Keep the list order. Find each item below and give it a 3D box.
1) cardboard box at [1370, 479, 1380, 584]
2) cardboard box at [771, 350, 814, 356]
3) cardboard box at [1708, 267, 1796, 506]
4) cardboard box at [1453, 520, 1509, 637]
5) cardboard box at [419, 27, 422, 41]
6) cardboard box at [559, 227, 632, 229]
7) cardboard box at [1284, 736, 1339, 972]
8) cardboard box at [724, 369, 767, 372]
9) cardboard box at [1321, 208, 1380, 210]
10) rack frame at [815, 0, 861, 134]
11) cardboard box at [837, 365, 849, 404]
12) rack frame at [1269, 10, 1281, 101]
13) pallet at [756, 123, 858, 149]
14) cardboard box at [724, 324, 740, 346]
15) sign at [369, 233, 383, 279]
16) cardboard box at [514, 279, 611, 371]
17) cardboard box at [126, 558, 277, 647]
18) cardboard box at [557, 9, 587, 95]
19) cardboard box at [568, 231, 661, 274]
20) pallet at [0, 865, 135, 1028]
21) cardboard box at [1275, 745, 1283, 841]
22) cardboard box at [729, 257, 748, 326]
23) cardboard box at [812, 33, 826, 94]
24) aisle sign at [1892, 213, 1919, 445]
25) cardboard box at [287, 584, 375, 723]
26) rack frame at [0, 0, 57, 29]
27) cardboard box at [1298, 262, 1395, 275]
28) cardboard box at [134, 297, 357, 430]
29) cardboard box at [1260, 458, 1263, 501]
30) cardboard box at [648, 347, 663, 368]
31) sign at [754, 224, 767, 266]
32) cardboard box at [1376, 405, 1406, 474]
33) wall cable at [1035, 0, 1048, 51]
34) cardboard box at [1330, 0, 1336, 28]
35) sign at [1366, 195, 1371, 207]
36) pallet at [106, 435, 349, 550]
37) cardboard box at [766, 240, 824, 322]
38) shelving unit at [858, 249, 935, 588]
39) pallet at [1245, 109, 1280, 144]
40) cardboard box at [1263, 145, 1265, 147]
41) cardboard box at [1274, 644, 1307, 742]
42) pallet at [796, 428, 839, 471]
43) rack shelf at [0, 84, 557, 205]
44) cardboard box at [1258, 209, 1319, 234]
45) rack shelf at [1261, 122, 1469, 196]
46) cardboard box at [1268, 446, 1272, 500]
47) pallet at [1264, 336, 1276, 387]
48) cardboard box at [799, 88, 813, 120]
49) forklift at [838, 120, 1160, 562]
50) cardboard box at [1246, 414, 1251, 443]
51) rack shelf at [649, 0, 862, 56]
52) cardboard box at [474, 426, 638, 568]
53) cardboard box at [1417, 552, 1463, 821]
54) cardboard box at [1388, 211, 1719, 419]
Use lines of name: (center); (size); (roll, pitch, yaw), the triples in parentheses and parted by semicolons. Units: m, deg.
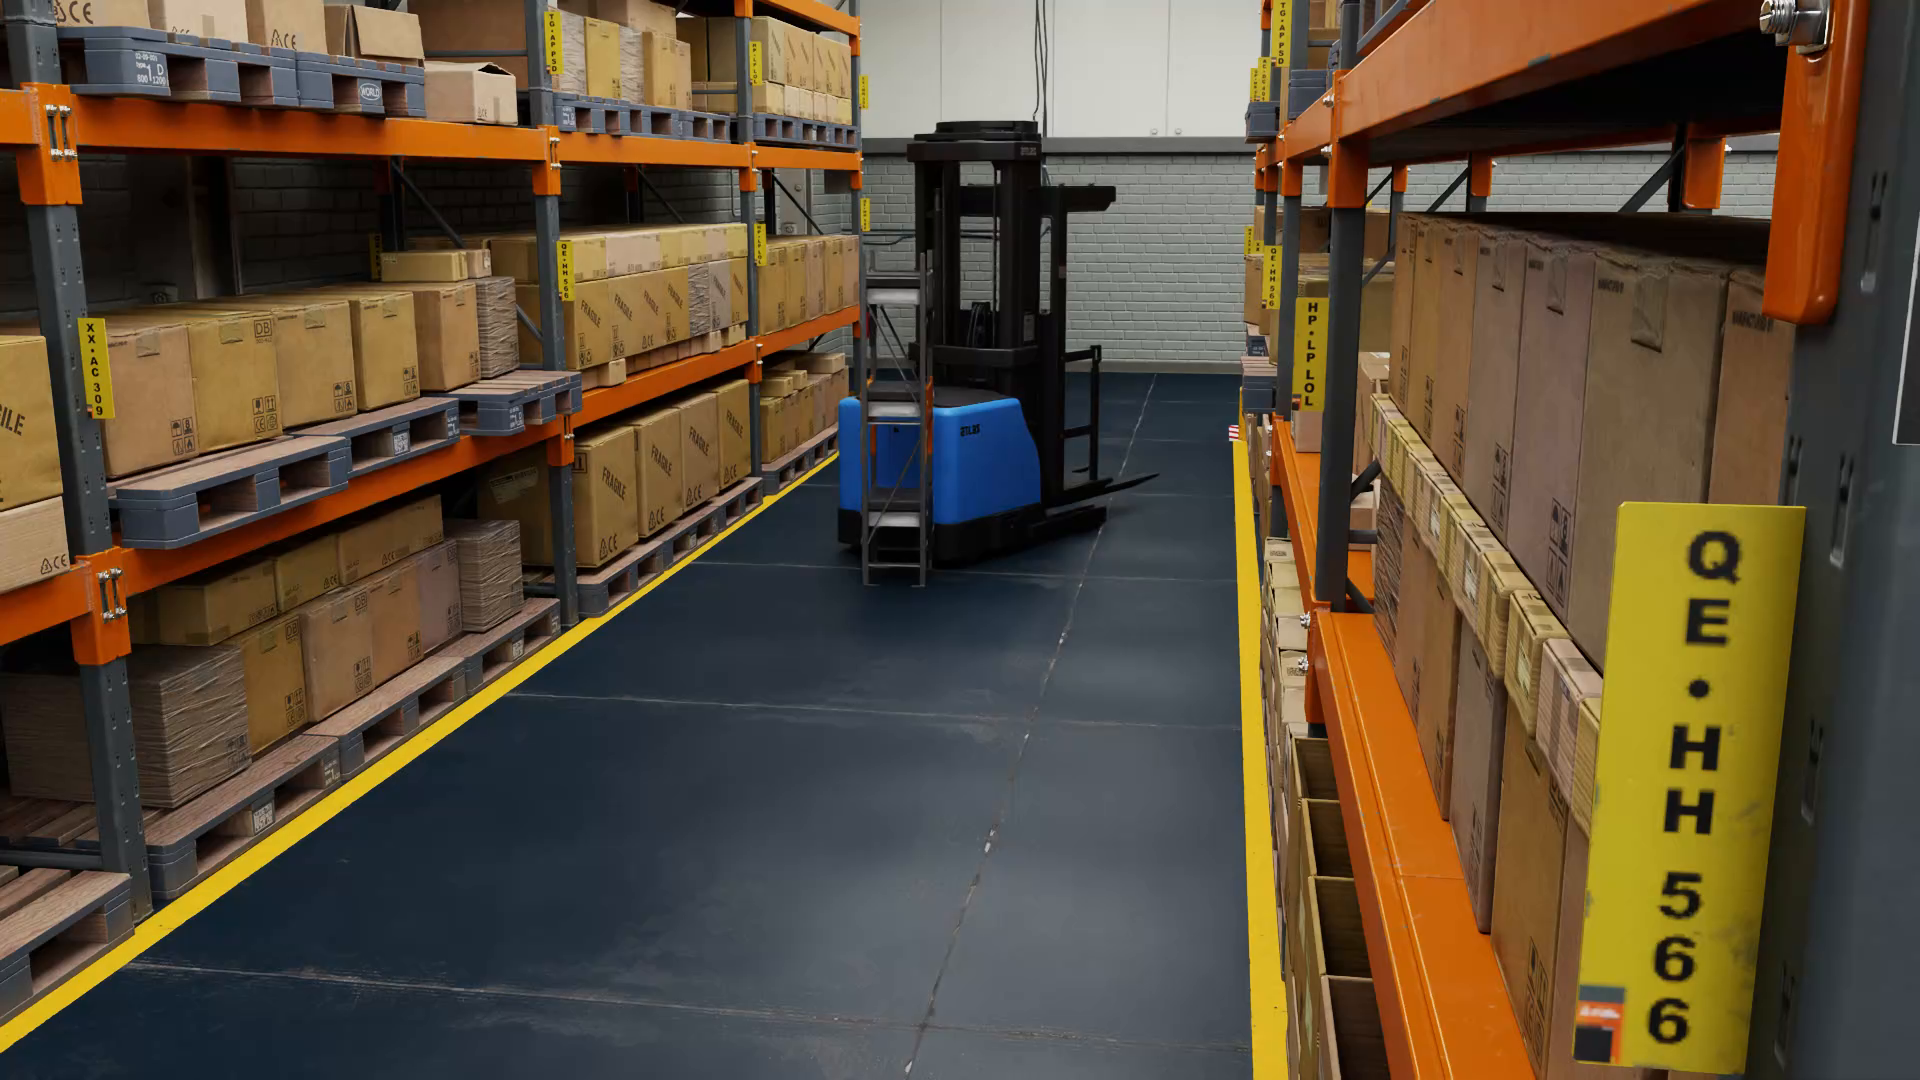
cardboard box: (1.581, -0.020, 5.324); (0.500, 0.250, 0.500); (3, 12, 12)
cardboard box: (-1.688, -1.831, 16.769); (0.380, 0.149, 0.250); (2, 12, 9)
cardboard box: (1.026, 0.052, 1.315); (0.700, 0.500, 0.500); (2, 12, 9)
cardboard box: (1.041, 0.068, 2.780); (0.380, 0.149, 0.250); (2, 12, 8)
cardboard box: (-3.069, -2.365, 8.441); (0.500, 0.500, 0.500); (2, 12, 9)
cardboard box: (-2.590, -2.085, 11.775); (0.500, 0.250, 0.500); (1, 12, 7)
cardboard box: (1.168, 0.869, 4.592); (0.500, 0.500, 0.500); (2, 12, 9)
cardboard box: (-1.960, -1.461, 15.050); (0.380, 0.149, 0.250); (2, 12, 9)
cardboard box: (3.367, -2.604, 14.344); (0.500, 0.500, 0.500); (2, 12, 10)
rack frame: (-1.501, -5.580, 16.526); (1.000, 3.000, 0.127); (2, 12, 9)
cardboard box: (-1.510, -1.482, 16.686); (0.700, 0.500, 0.500); (2, 12, 9)
rack frame: (2.779, -4.588, 11.921); (1.000, 3.000, 0.127); (2, 12, 9)
pallet: (-1.605, -3.916, 16.133); (1.003, 0.211, 1.213); (2, 12, 9)
cardboard box: (-1.904, -1.569, 12.702); (0.380, 0.149, 0.250); (2, 12, 10)
sign: (-3.280, -1.565, 9.389); (0.100, 0.325, 0.005); (2, 12, 9)
cardboard box: (-2.404, -1.279, 9.818); (0.500, 0.500, 0.500); (2, 12, 10)
cardboard box: (-3.185, 0.245, 6.844); (0.500, 0.250, 0.500); (2, 12, 7)
cardboard box: (-2.684, -2.927, 10.055); (0.700, 0.500, 0.500); (1, 12, 6)
cardboard box: (-2.252, -1.855, 10.710); (0.500, 0.250, 0.500); (2, 12, 9)
pallet: (-3.415, 1.355, 5.207); (1.003, 0.211, 1.213); (2, 12, 9)
cardboard box: (1.406, 0.948, 6.004); (0.500, 0.250, 0.500); (2, 12, 8)
cardboard box: (-1.938, -1.915, 12.767); (0.500, 0.500, 0.500); (2, 12, 8)
cardboard box: (-1.503, -4.287, 14.989); (0.500, 0.500, 0.500); (1, 12, 6)
aisle sign: (0.633, -0.424, 0.669); (0.394, 0.787, 0.004); (2, 12, 9)
cardboard box: (-3.101, 0.490, 7.491); (0.700, 0.500, 0.500); (2, 12, 9)
rack frame: (-3.346, -3.082, 4.935); (1.000, 3.000, 0.127); (2, 12, 9)
cardboard box: (2.569, -1.540, 10.783); (0.700, 0.500, 0.500); (-1, 12, -6)
cardboard box: (-3.071, -0.772, 7.176); (0.700, 0.500, 0.500); (4, 13, 16)
cardboard box: (2.309, -0.340, 11.341); (0.500, 0.500, 0.500); (2, 12, 9)
cardboard box: (-2.227, -1.250, 11.222); (0.380, 0.149, 0.250); (2, 12, 9)
sign: (-1.578, -2.327, 13.109); (0.100, 0.325, 0.005); (2, 12, 9)
cardboard box: (1.278, -0.254, 4.274); (0.380, 0.149, 0.250); (2, 12, 9)
wall cable: (2.395, -7.609, 21.324); (3.097, 2.526, 0.112); (2, 12, 9)
cardboard box: (2.316, -3.023, 9.171); (0.500, 0.500, 0.500); (2, 12, 9)
sign: (3.940, -3.186, 16.159); (0.100, 0.325, 0.005); (2, 12, 9)
pallet: (-3.085, -0.210, 6.304); (1.003, 0.211, 1.213); (2, 12, 9)
cardboard box: (-1.797, -2.377, 15.193); (0.980, 0.700, 0.700); (1, 12, 6)
shelving unit: (-0.398, -0.778, 10.614); (0.431, 2.100, 0.503); (1, 12, 4)
pallet: (2.610, -2.896, 11.638); (1.213, 0.211, 1.003); (2, 12, 9)
cardboard box: (2.679, -3.262, 13.244); (0.500, 0.250, 0.500); (2, 12, 9)
cardboard box: (1.481, 0.569, 6.432); (0.500, 0.311, 0.500); (2, 12, 8)
pallet: (-1.737, -0.862, 15.493); (1.003, 0.211, 1.213); (2, 12, 9)
rack shelf: (-3.039, -1.681, 7.259); (1.077, 0.370, 4.000); (2, 12, 9)
cardboard box: (2.755, -2.518, 13.947); (0.500, 0.500, 0.500); (2, 12, 9)
rack shelf: (2.472, -2.353, 10.381); (1.077, 0.370, 4.000); (2, 12, 9)
cardboard box: (2.080, -0.396, 9.821); (0.500, 0.250, 0.500); (2, 12, 11)
pallet: (2.459, -1.134, 10.589); (1.003, 0.211, 1.213); (2, 12, 9)
cardboard box: (-1.585, -3.810, 14.554); (0.500, 0.250, 0.500); (2, 12, 7)
forklift: (0.437, -1.543, 12.196); (1.130, 2.935, 3.031); (9, 15, 36)
cardboard box: (2.877, -1.047, 15.212); (0.500, 0.250, 0.500); (2, 12, 9)
rack shelf: (-1.808, -4.617, 14.712); (1.077, 0.370, 4.000); (2, 12, 9)
cardboard box: (-2.488, -0.285, 10.304); (0.750, 0.750, 0.750); (2, 12, 8)
cardboard box: (1.331, 0.268, 3.391); (0.700, 0.500, 0.500); (2, 12, 9)
cardboard box: (1.487, -0.580, 4.249); (0.700, 0.500, 0.500); (2, 12, 9)
